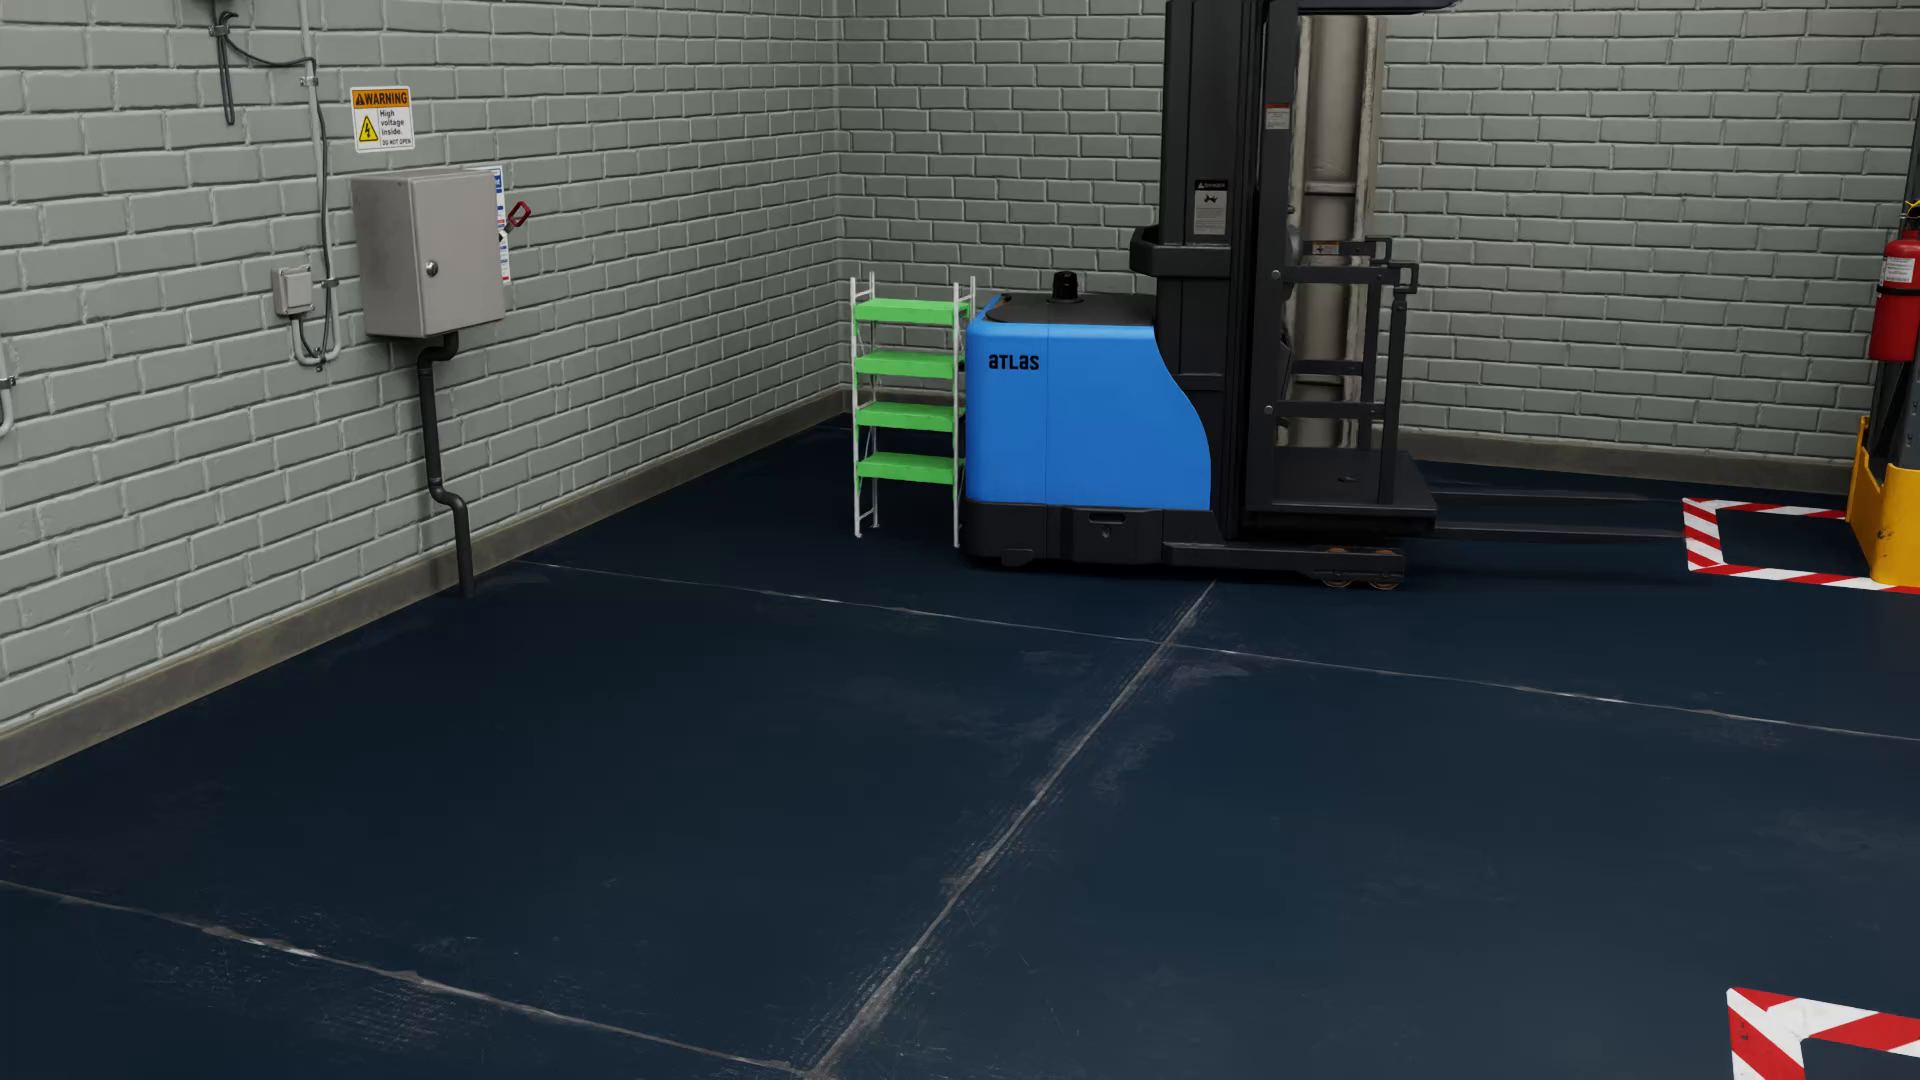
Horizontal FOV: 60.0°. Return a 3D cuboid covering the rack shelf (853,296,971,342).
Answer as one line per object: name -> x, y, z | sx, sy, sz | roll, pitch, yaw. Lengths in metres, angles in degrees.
rack shelf -> -0.209, -0.994, 7.452 | 0.480, 0.148, 0.258 | 6, 17, 19

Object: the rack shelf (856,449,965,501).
rack shelf -> -0.209, -0.302, 7.652 | 0.480, 0.148, 0.258 | 6, 17, 19

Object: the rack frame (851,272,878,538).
rack frame -> -0.439, -0.617, 7.647 | 0.015, 1.200, 0.240 | 6, 17, 19

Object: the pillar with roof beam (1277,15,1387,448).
pillar with roof beam -> 0.412, -3.671, 4.179 | 0.400, 9.000, 9.100 | 6, 17, 21

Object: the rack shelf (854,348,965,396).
rack shelf -> -0.209, -0.763, 7.519 | 0.480, 0.148, 0.258 | 6, 17, 19

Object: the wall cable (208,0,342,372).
wall cable -> -2.393, -1.537, 5.766 | 0.122, 1.984, 0.588 | 6, 17, 21

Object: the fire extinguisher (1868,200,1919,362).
fire extinguisher -> 3.862, -1.076, 6.808 | 0.183, 0.674, 0.296 | 6, 17, 21

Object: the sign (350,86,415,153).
sign -> -2.209, -1.614, 6.370 | 0.001, 0.242, 0.339 | 6, 17, 21

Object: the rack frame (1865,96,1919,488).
rack frame -> 4.169, -1.397, 7.106 | 0.127, 3.000, 1.000 | 6, 17, 21

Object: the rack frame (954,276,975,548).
rack frame -> 0.021, -0.571, 7.488 | 0.015, 1.200, 0.240 | 6, 17, 19

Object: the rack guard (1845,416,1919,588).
rack guard -> 4.240, -0.189, 7.428 | 0.348, 0.500, 1.175 | 6, 17, 21

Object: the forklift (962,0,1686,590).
forklift -> 1.569, -1.357, 7.091 | 3.031, 2.935, 1.130 | 2, 16, 8

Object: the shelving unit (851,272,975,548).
shelving unit -> -0.209, -0.594, 7.568 | 0.503, 1.200, 0.258 | 6, 17, 19

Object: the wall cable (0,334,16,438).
wall cable -> -2.903, -1.183, 4.491 | 0.123, 1.953, 0.585 | 6, 17, 21

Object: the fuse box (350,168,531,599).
fuse box -> -1.996, -0.591, 6.641 | 0.414, 1.711, 0.539 | 6, 17, 21

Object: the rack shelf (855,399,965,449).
rack shelf -> -0.209, -0.533, 7.585 | 0.480, 0.148, 0.258 | 6, 17, 19

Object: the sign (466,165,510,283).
sign -> -2.008, -1.314, 6.989 | 0.001, 0.494, 0.329 | 6, 17, 21
